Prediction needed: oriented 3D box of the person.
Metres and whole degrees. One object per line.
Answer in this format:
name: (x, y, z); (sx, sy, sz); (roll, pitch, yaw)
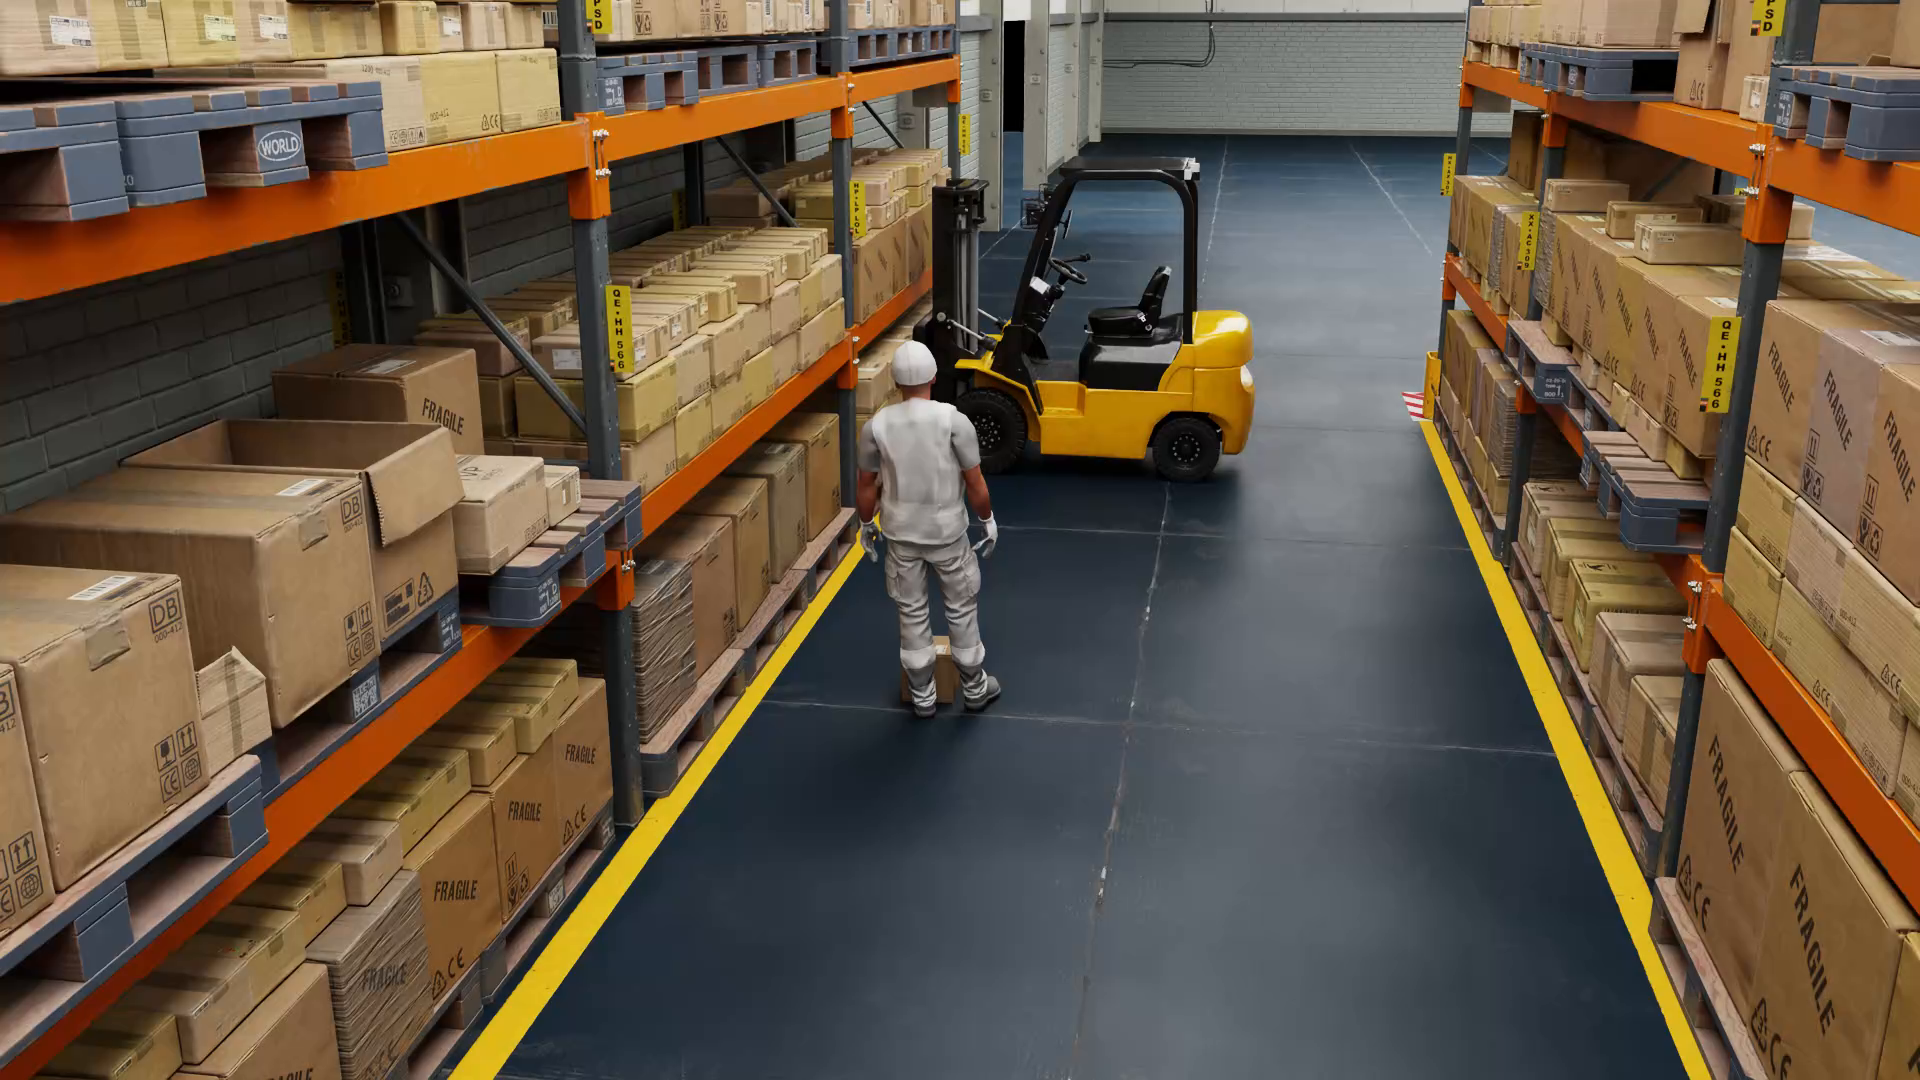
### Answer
person: (-0.138, -0.056, 7.657); (0.637, 1.790, 0.562); (3, 18, 9)
